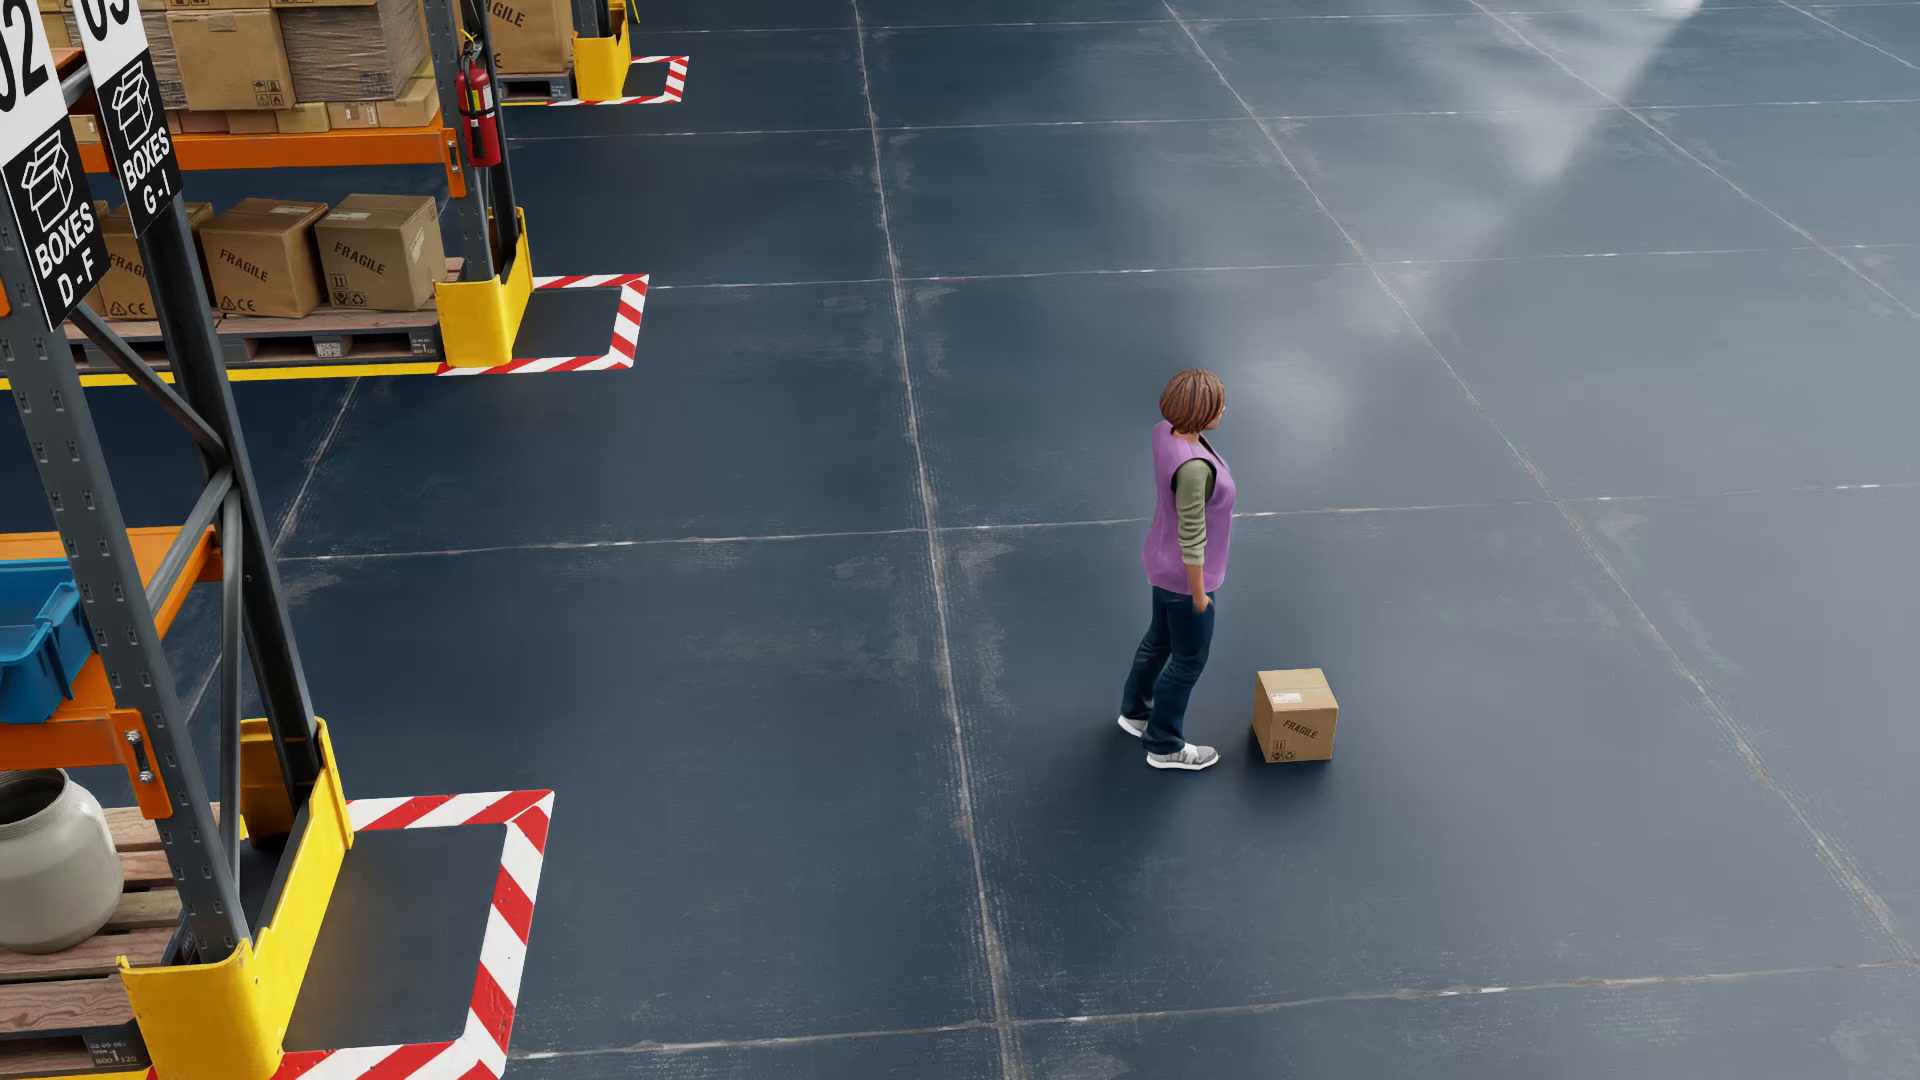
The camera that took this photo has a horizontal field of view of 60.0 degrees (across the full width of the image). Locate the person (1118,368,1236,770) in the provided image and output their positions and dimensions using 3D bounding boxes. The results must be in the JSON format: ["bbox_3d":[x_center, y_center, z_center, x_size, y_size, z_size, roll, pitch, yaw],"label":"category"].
[{"bbox_3d":[0.793,0.139,5.975,0.352,1.657,0.410,-2,32,-4],"label":"person"}]
